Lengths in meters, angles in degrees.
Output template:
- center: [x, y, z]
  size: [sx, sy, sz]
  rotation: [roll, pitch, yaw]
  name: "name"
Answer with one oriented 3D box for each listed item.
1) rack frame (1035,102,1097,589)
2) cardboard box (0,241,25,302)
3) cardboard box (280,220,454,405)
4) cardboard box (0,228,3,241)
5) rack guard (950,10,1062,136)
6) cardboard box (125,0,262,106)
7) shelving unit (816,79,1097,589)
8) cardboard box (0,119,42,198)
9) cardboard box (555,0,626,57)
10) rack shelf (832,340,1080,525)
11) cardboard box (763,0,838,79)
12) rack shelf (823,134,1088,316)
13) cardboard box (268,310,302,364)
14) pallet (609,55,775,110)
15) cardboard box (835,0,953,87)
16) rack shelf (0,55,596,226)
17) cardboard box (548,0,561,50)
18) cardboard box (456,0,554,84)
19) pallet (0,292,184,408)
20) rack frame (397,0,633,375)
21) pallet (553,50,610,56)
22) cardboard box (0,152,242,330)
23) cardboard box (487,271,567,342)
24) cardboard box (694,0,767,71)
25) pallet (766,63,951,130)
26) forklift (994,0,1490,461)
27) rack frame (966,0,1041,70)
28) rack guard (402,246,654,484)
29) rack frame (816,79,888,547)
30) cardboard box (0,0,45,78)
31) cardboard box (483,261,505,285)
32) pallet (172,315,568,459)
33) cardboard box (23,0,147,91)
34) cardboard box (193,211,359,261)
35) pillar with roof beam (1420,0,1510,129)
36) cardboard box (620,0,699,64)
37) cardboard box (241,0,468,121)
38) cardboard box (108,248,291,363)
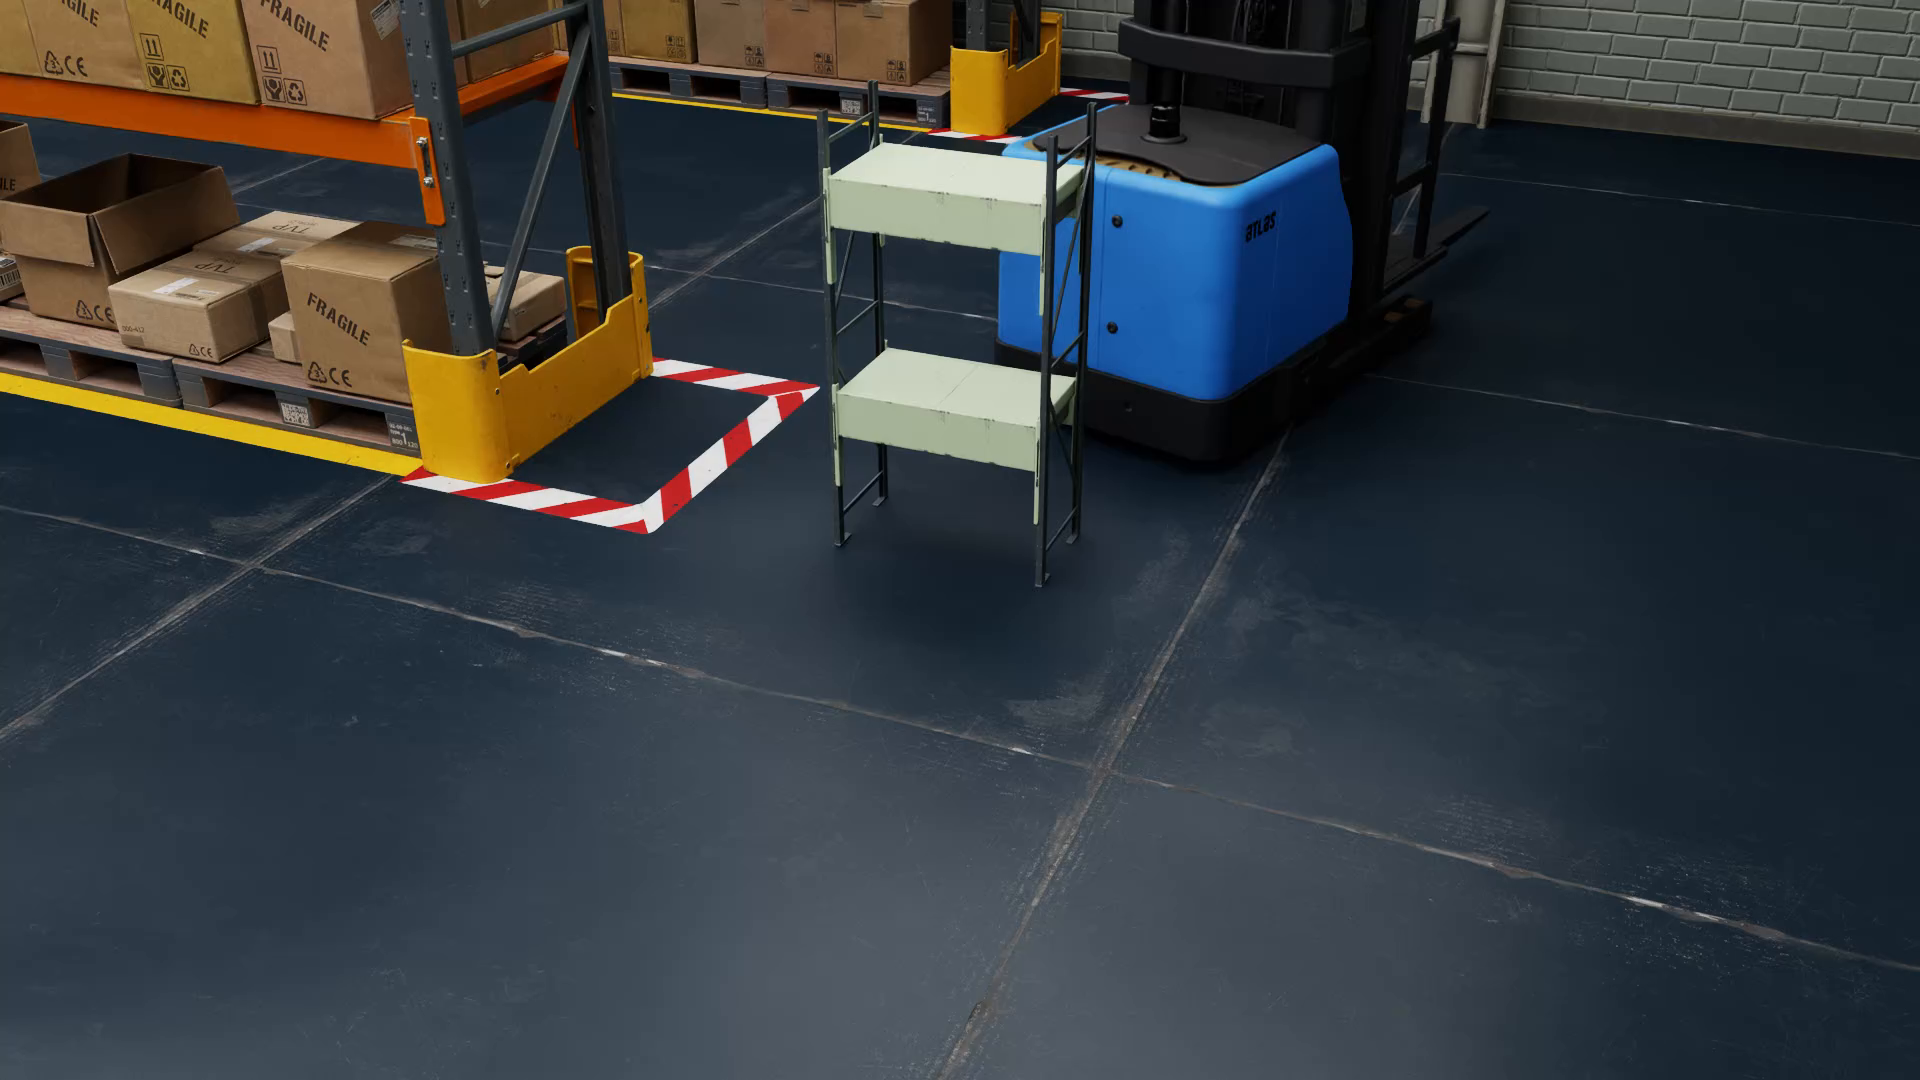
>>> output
- center: [0.333, -0.586, 5.263]
  size: [0.023, 1.500, 0.400]
  rotation: [11, 31, 19]
  name: "rack frame"
- center: [-4.174, -1.152, 7.173]
  size: [0.250, 0.166, 0.380]
  rotation: [11, 31, 19]
  name: "cardboard box"
- center: [-2.176, -0.878, 6.348]
  size: [0.500, 0.500, 0.500]
  rotation: [11, 31, 19]
  name: "cardboard box"
- center: [-3.957, -1.432, 7.521]
  size: [0.500, 0.311, 0.500]
  rotation: [11, 31, 19]
  name: "cardboard box"
- center: [0.301, -2.953, 10.466]
  size: [0.348, 0.500, 1.175]
  rotation: [11, 31, 19]
  name: "rack guard"
- center: [-2.579, -1.883, 5.931]
  size: [0.500, 0.500, 0.500]
  rotation: [12, 31, 20]
  name: "cardboard box"
- center: [-0.006, -0.654, 5.383]
  size: [0.755, 1.500, 0.431]
  rotation: [11, 31, 19]
  name: "shelving unit"
- center: [-4.652, -1.653, 7.720]
  size: [0.500, 0.500, 0.500]
  rotation: [11, 31, 19]
  name: "cardboard box"
- center: [-2.309, -3.601, 11.185]
  size: [0.500, 0.500, 0.700]
  rotation: [11, 31, 19]
  name: "cardboard box"
- center: [-0.006, -0.370, 5.544]
  size: [0.720, 0.370, 0.431]
  rotation: [11, 31, 19]
  name: "rack shelf"
- center: [-0.871, -3.317, 10.683]
  size: [0.500, 0.500, 0.700]
  rotation: [11, 31, 19]
  name: "cardboard box"
- center: [-0.006, -0.994, 5.191]
  size: [0.720, 0.370, 0.431]
  rotation: [11, 31, 19]
  name: "rack shelf"
- center: [-2.518, -0.848, 6.635]
  size: [0.250, 0.166, 0.380]
  rotation: [11, 31, 19]
  name: "cardboard box"
- center: [-1.618, -3.170, 11.144]
  size: [1.213, 0.211, 1.003]
  rotation: [11, 31, 19]
  name: "pallet"
- center: [-0.407, -3.224, 10.519]
  size: [0.500, 0.500, 0.700]
  rotation: [11, 31, 19]
  name: "cardboard box"
- center: [-3.433, -1.843, 6.693]
  size: [4.000, 0.370, 1.077]
  rotation: [11, 31, 19]
  name: "rack shelf"
- center: [-2.773, -3.695, 11.352]
  size: [0.500, 0.500, 0.700]
  rotation: [12, 32, 20]
  name: "cardboard box"
- center: [-1.892, -2.032, 6.195]
  size: [0.500, 0.500, 0.500]
  rotation: [12, 32, 20]
  name: "cardboard box"
- center: [-3.516, -0.960, 7.233]
  size: [1.213, 0.211, 1.003]
  rotation: [11, 31, 19]
  name: "pallet"
- center: [-1.580, -1.786, 5.862]
  size: [0.127, 3.000, 1.000]
  rotation: [11, 31, 19]
  name: "rack frame"
- center: [-2.752, -3.395, 11.542]
  size: [1.213, 0.211, 1.003]
  rotation: [11, 31, 19]
  name: "pallet"
- center: [-3.544, -1.286, 7.066]
  size: [0.637, 0.503, 0.797]
  rotation: [11, 31, 19]
  name: "cardboard box"
- center: [-1.839, -0.971, 6.869]
  size: [0.250, 0.149, 0.380]
  rotation: [11, 31, 19]
  name: "cardboard box"
- center: [-1.337, -3.409, 10.847]
  size: [0.500, 0.500, 0.700]
  rotation: [10, 31, 17]
  name: "cardboard box"
- center: [-0.491, -2.944, 10.744]
  size: [1.213, 0.211, 1.003]
  rotation: [11, 31, 19]
  name: "pallet"
- center: [1.428, -2.229, 6.714]
  size: [1.130, 2.935, 3.031]
  rotation: [21, 35, 32]
  name: "forklift"
- center: [0.279, -4.045, 9.859]
  size: [0.127, 3.000, 1.000]
  rotation: [11, 31, 19]
  name: "rack frame"
- center: [-1.650, -0.712, 6.502]
  size: [0.348, 0.500, 1.175]
  rotation: [11, 31, 19]
  name: "rack guard"
- center: [-0.345, -0.722, 5.503]
  size: [0.023, 1.500, 0.400]
  rotation: [11, 31, 19]
  name: "rack frame"
- center: [-3.507, -2.071, 6.264]
  size: [0.500, 0.500, 0.500]
  rotation: [11, 31, 18]
  name: "cardboard box"
- center: [-2.070, -1.025, 6.947]
  size: [0.250, 0.166, 0.380]
  rotation: [11, 31, 19]
  name: "cardboard box"
- center: [-2.390, -0.733, 6.833]
  size: [1.213, 0.211, 1.003]
  rotation: [11, 31, 19]
  name: "pallet"
- center: [-3.040, -1.978, 6.099]
  size: [0.500, 0.500, 0.500]
  rotation: [12, 31, 20]
  name: "cardboard box"
- center: [-2.904, -1.196, 7.164]
  size: [0.500, 0.250, 0.500]
  rotation: [11, 31, 19]
  name: "cardboard box"
- center: [1.488, -4.589, 4.724]
  size: [0.400, 9.000, 9.100]
  rotation: [11, 31, 19]
  name: "pillar with roof beam"
- center: [-1.834, -3.505, 11.015]
  size: [0.500, 0.500, 0.700]
  rotation: [12, 32, 20]
  name: "cardboard box"
- center: [-2.097, -1.788, 5.764]
  size: [0.500, 0.500, 0.500]
  rotation: [12, 32, 21]
  name: "cardboard box"
- center: [-3.045, -0.958, 6.744]
  size: [0.500, 0.250, 0.500]
  rotation: [11, 31, 19]
  name: "cardboard box"
